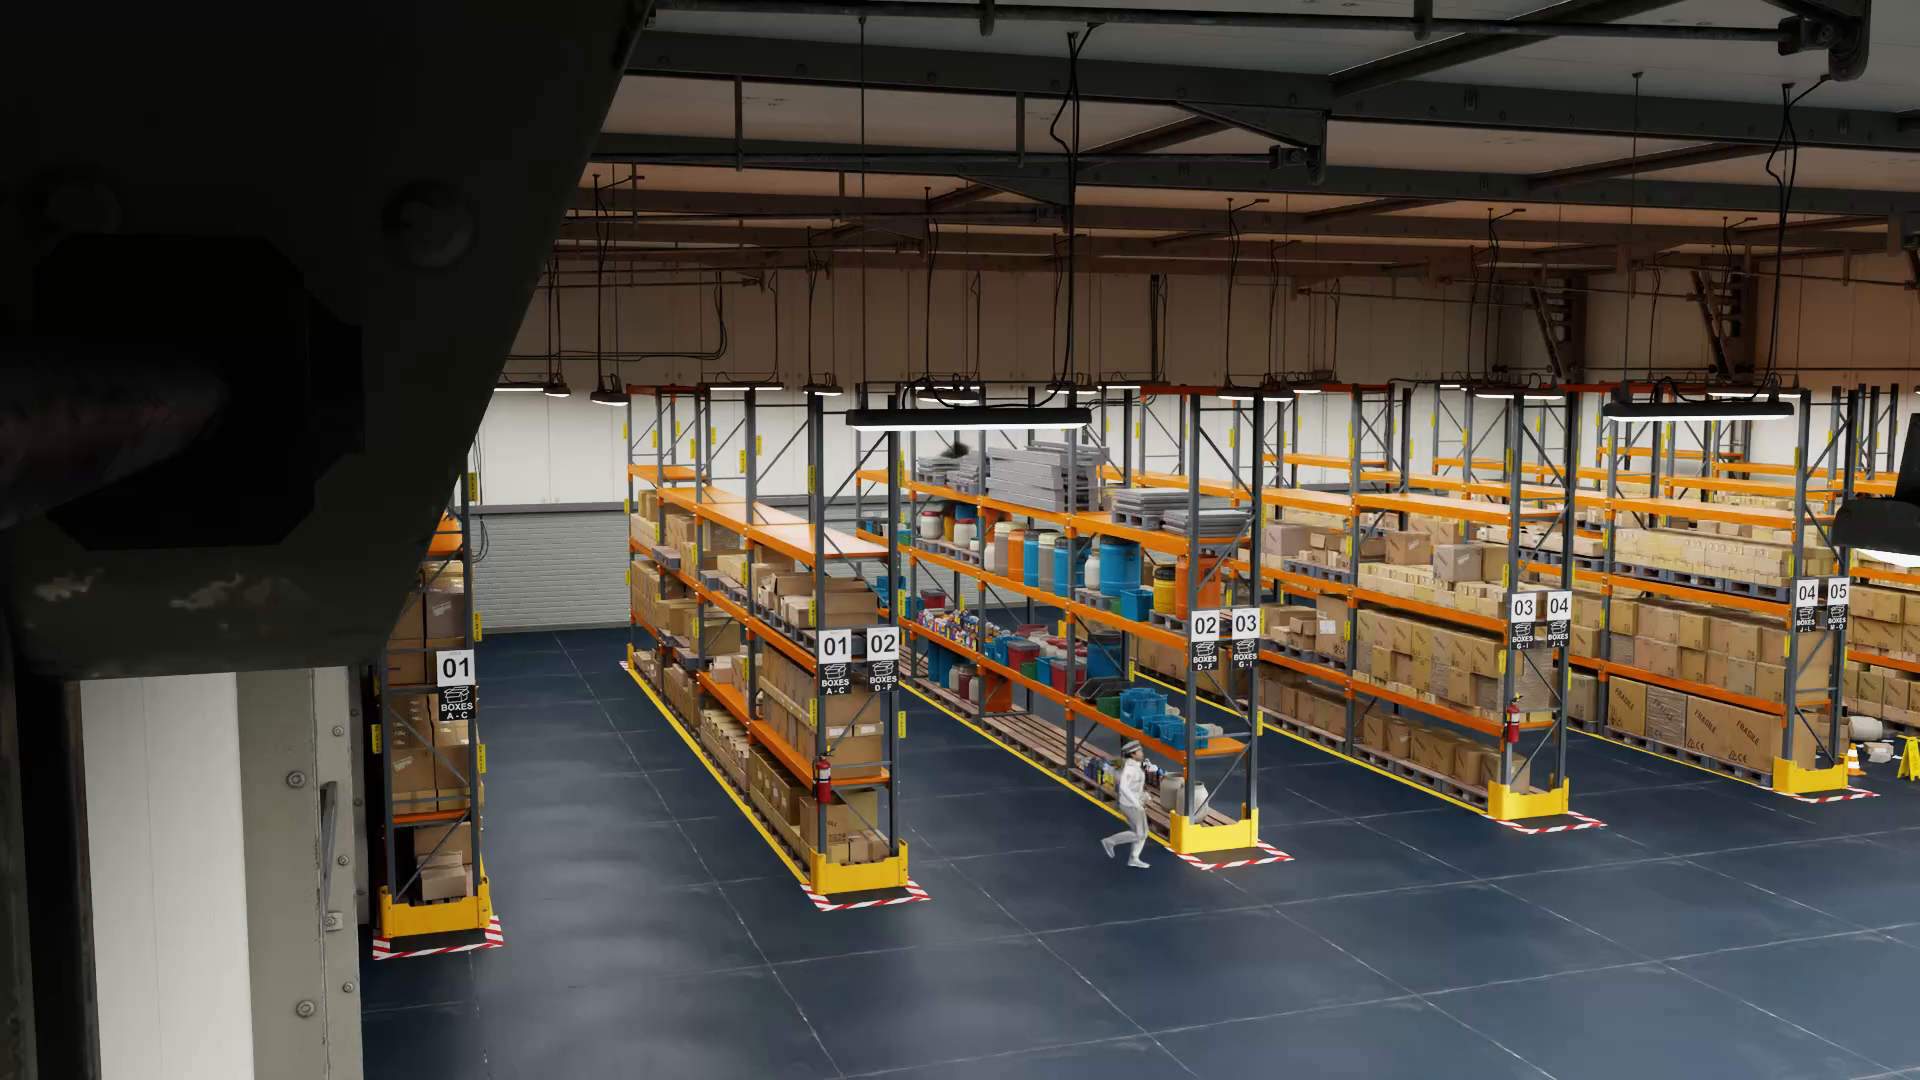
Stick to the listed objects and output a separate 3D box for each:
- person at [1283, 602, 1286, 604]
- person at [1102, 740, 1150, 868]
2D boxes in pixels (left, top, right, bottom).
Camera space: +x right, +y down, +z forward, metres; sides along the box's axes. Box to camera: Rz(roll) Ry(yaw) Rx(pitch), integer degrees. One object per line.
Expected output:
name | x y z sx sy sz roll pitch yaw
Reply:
person | 6.463 2.057 33.797 0.741 1.643 0.574 1 6 6
person | 2.117 3.342 21.110 0.609 1.650 0.635 1 6 11
